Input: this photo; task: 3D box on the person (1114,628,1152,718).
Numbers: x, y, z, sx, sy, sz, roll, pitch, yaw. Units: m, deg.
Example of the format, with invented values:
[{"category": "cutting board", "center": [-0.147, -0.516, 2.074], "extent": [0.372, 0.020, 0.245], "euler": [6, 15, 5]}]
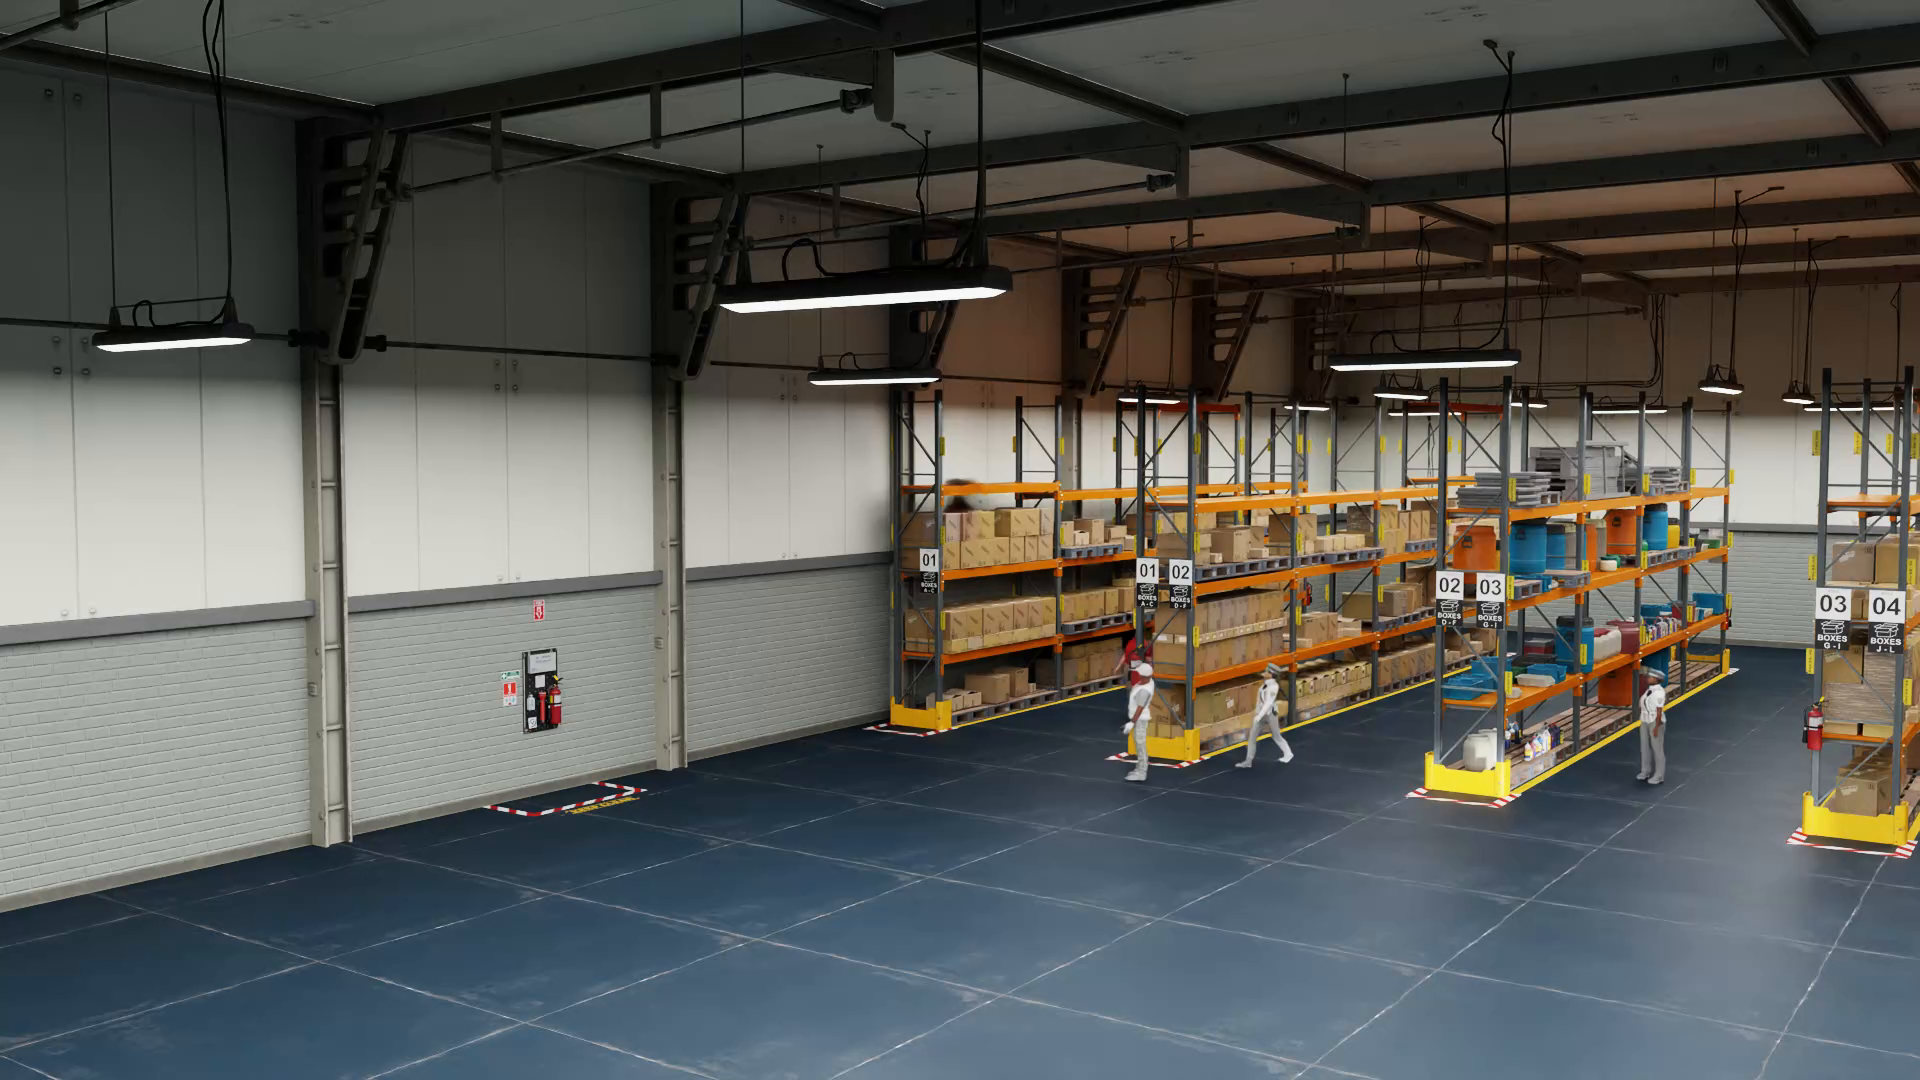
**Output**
[{"category": "person", "center": [3.209, 2.435, 30.758], "extent": [0.656, 1.664, 1.025], "euler": [2, 4, 28]}]

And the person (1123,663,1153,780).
[{"category": "person", "center": [2.668, 2.709, 24.977], "extent": [0.467, 1.768, 0.695], "euler": [0, 3, 3]}]

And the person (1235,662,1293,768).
[{"category": "person", "center": [4.778, 2.717, 25.873], "extent": [1.034, 1.639, 0.448], "euler": [-3, 4, -40]}]

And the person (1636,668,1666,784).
[{"category": "person", "center": [10.329, 2.752, 24.835], "extent": [0.381, 1.700, 0.477], "euler": [-1, 3, -13]}]
